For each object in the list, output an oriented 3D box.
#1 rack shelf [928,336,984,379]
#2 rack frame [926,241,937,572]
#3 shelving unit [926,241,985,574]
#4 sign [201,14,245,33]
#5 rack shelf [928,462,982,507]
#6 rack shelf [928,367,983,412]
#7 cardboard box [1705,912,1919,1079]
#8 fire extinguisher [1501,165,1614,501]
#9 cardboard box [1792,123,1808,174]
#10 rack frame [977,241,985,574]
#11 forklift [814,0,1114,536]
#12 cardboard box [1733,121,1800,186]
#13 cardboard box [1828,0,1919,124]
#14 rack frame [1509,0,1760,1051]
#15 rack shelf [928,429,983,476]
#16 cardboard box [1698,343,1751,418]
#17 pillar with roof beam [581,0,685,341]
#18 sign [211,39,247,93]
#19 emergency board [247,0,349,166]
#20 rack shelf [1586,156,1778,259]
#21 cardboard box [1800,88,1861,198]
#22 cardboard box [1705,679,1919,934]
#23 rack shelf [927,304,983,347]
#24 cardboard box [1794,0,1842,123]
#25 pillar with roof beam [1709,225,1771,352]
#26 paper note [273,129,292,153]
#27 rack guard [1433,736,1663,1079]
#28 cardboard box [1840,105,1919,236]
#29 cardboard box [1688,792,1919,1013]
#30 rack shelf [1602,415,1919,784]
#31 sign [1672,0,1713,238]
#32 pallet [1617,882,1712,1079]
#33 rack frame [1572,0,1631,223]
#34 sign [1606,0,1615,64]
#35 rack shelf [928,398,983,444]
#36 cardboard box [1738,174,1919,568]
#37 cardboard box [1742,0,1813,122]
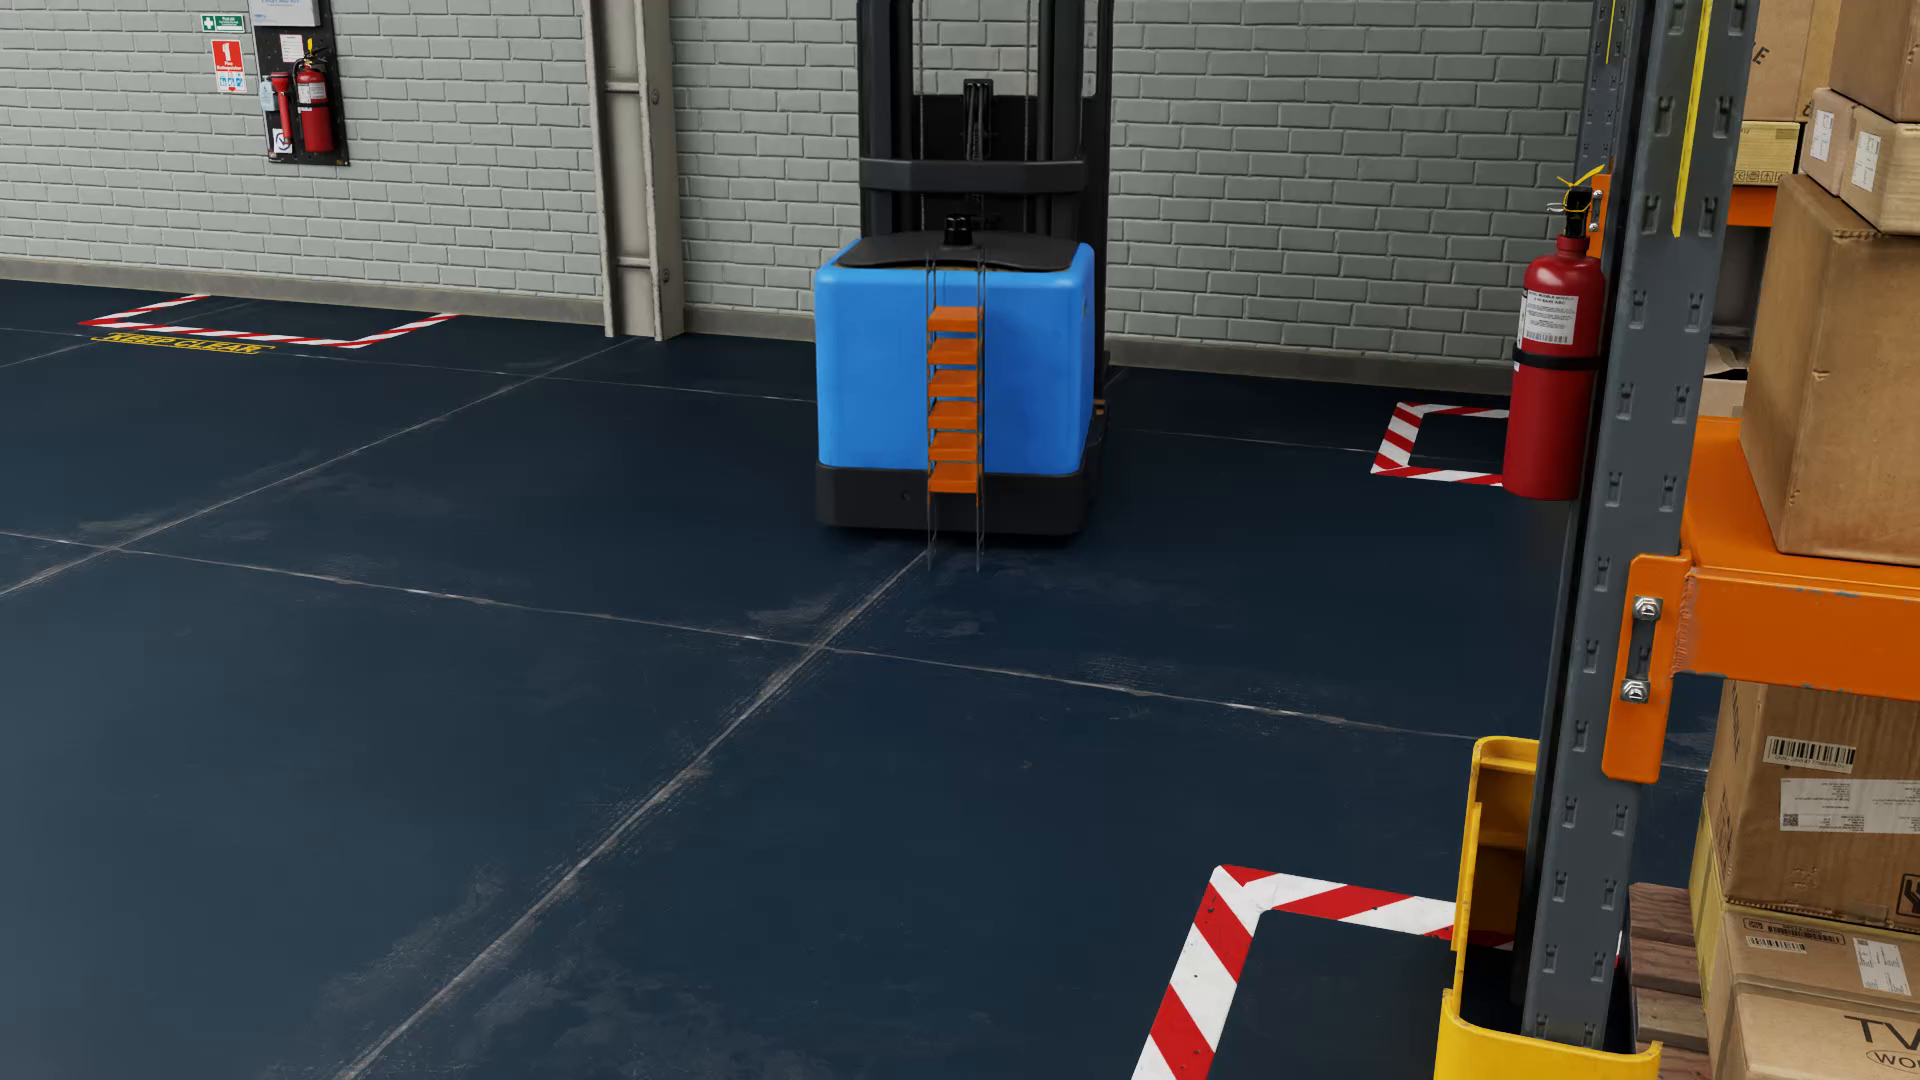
[{"bbox_3d":[-0.014,-0.668,6.074,0.180,0.103,0.258,2,19,6],"label":"rack shelf"},{"bbox_3d":[-0.105,-0.486,6.148,0.006,1.200,0.240,2,19,6],"label":"rack frame"},{"bbox_3d":[-0.014,-0.483,6.139,0.189,1.200,0.258,2,19,6],"label":"shelving unit"},{"bbox_3d":[-4.736,-3.318,10.680,0.331,0.109,0.001,7,20,18],"label":"sign"},{"bbox_3d":[-0.014,-0.214,6.232,0.180,0.103,0.258,2,19,6],"label":"rack shelf"},{"bbox_3d":[-0.014,-0.554,6.114,0.180,0.103,0.258,2,19,6],"label":"rack shelf"},{"bbox_3d":[1.607,0.925,2.904,0.500,0.250,0.500,7,20,18],"label":"cardboard box"},{"bbox_3d":[1.214,-0.423,3.349,0.183,0.674,0.296,7,20,18],"label":"fire extinguisher"},{"bbox_3d":[3.647,-1.578,6.744,0.500,0.250,0.500,6,20,16],"label":"cardboard box"},{"bbox_3d":[0.077,-0.480,6.130,0.006,1.200,0.240,2,19,6],"label":"rack frame"},{"bbox_3d":[0.137,-1.845,7.415,1.130,2.935,3.031,2,19,7],"label":"forklift"},{"bbox_3d":[3.152,-1.630,6.892,0.500,0.250,0.500,6,20,16],"label":"cardboard box"},{"bbox_3d":[1.660,-0.902,2.483,0.500,0.500,0.700,7,20,18],"label":"cardboard box"},{"bbox_3d":[1.173,-0.302,2.885,0.127,3.000,1.000,7,20,18],"label":"rack frame"},{"bbox_3d":[-0.014,-0.328,6.193,0.180,0.103,0.258,2,19,6],"label":"rack shelf"},{"bbox_3d":[3.419,-0.678,7.381,0.500,0.311,0.500,4,20,12],"label":"cardboard box"},{"bbox_3d":[-3.340,-4.178,4.892,0.400,9.000,9.100,7,20,18],"label":"pillar with roof beam"},{"bbox_3d":[-4.738,-3.071,10.776,0.234,0.329,0.001,7,20,18],"label":"sign"},{"bbox_3d":[-4.249,-2.963,10.519,0.643,1.169,0.194,7,20,18],"label":"emergency board"},{"bbox_3d":[4.684,-1.287,6.804,4.000,0.370,1.077,7,20,18],"label":"rack shelf"},{"bbox_3d":[1.596,-0.673,2.814,0.250,0.149,0.380,6,20,17],"label":"cardboard box"},{"bbox_3d":[1.777,0.409,3.245,0.500,0.500,0.500,7,20,18],"label":"cardboard box"},{"bbox_3d":[-0.014,-0.781,6.035,0.180,0.103,0.258,2,19,6],"label":"rack shelf"},{"bbox_3d":[3.611,-1.934,6.625,0.500,0.500,0.500,7,20,18],"label":"cardboard box"},{"bbox_3d":[2.327,-3.530,3.032,0.400,9.000,9.100,7,20,18],"label":"pillar with roof beam"},{"bbox_3d":[-4.394,-2.587,10.780,0.142,0.148,0.016,7,20,18],"label":"paper note"},{"bbox_3d":[1.150,0.876,3.304,0.348,0.500,1.175,7,20,18],"label":"rack guard"},{"bbox_3d":[1.473,-0.546,2.448,0.250,0.149,0.380,6,20,18],"label":"cardboard box"},{"bbox_3d":[1.776,0.764,3.366,0.500,0.250,0.500,7,20,18],"label":"cardboard box"},{"bbox_3d":[3.062,0.254,2.384,4.000,0.370,1.077,7,20,18],"label":"rack shelf"},{"bbox_3d":[0.985,-0.576,2.237,0.005,0.325,0.100,7,20,18],"label":"sign"},{"bbox_3d":[1.909,1.084,3.145,1.213,0.211,1.003,7,20,18],"label":"pallet"},{"bbox_3d":[2.795,-1.843,7.305,0.127,3.000,1.000,7,20,18],"label":"rack frame"},{"bbox_3d":[2.617,-2.083,6.679,0.005,0.325,0.100,7,20,18],"label":"sign"},{"bbox_3d":[-0.014,-0.441,6.153,0.180,0.103,0.258,2,19,6],"label":"rack shelf"},{"bbox_3d":[1.610,-0.295,2.713,0.500,0.500,0.700,7,20,18],"label":"cardboard box"},{"bbox_3d":[3.147,-1.990,6.787,0.500,0.500,0.500,7,20,18],"label":"cardboard box"}]
